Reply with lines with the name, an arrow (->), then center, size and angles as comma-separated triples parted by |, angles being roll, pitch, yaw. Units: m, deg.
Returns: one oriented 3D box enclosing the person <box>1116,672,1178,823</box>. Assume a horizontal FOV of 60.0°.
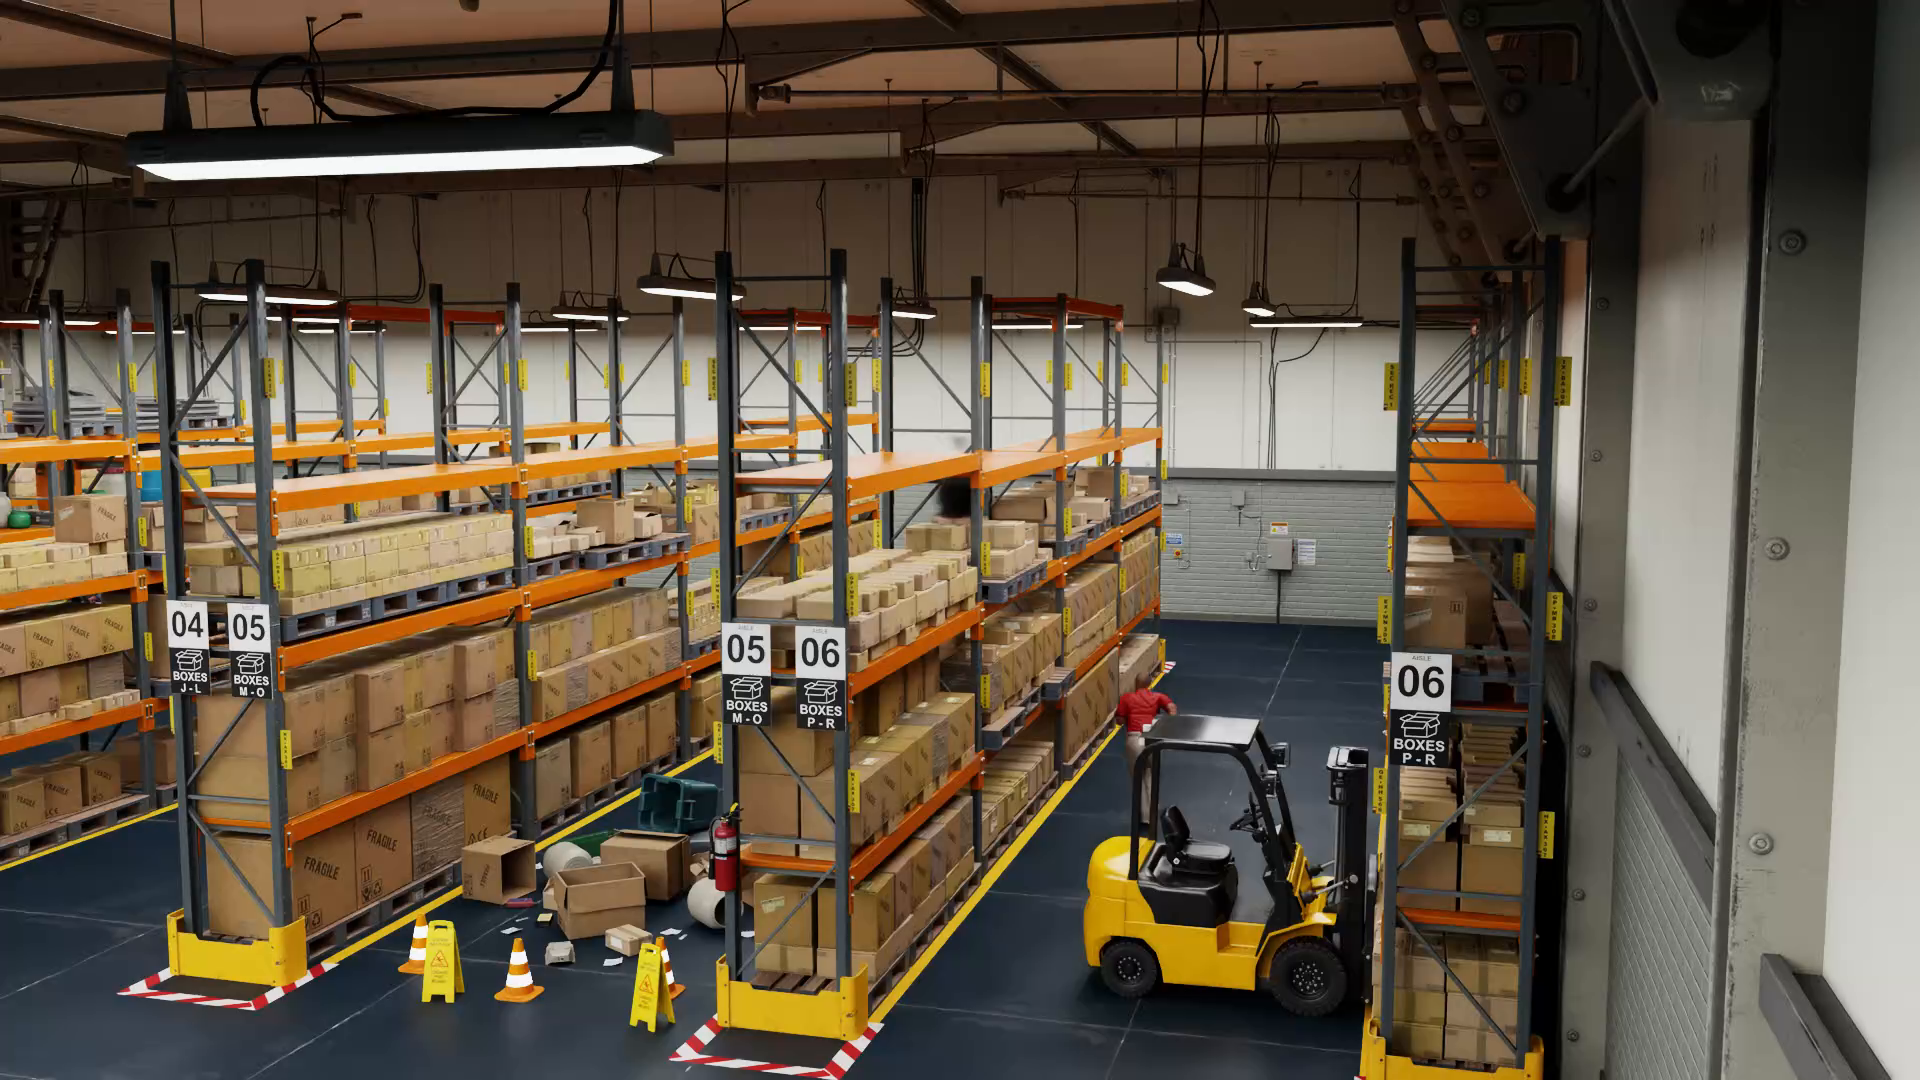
person -> 2.105, 2.344, 18.921 | 0.667, 1.649, 0.799 | 0, 6, -2
